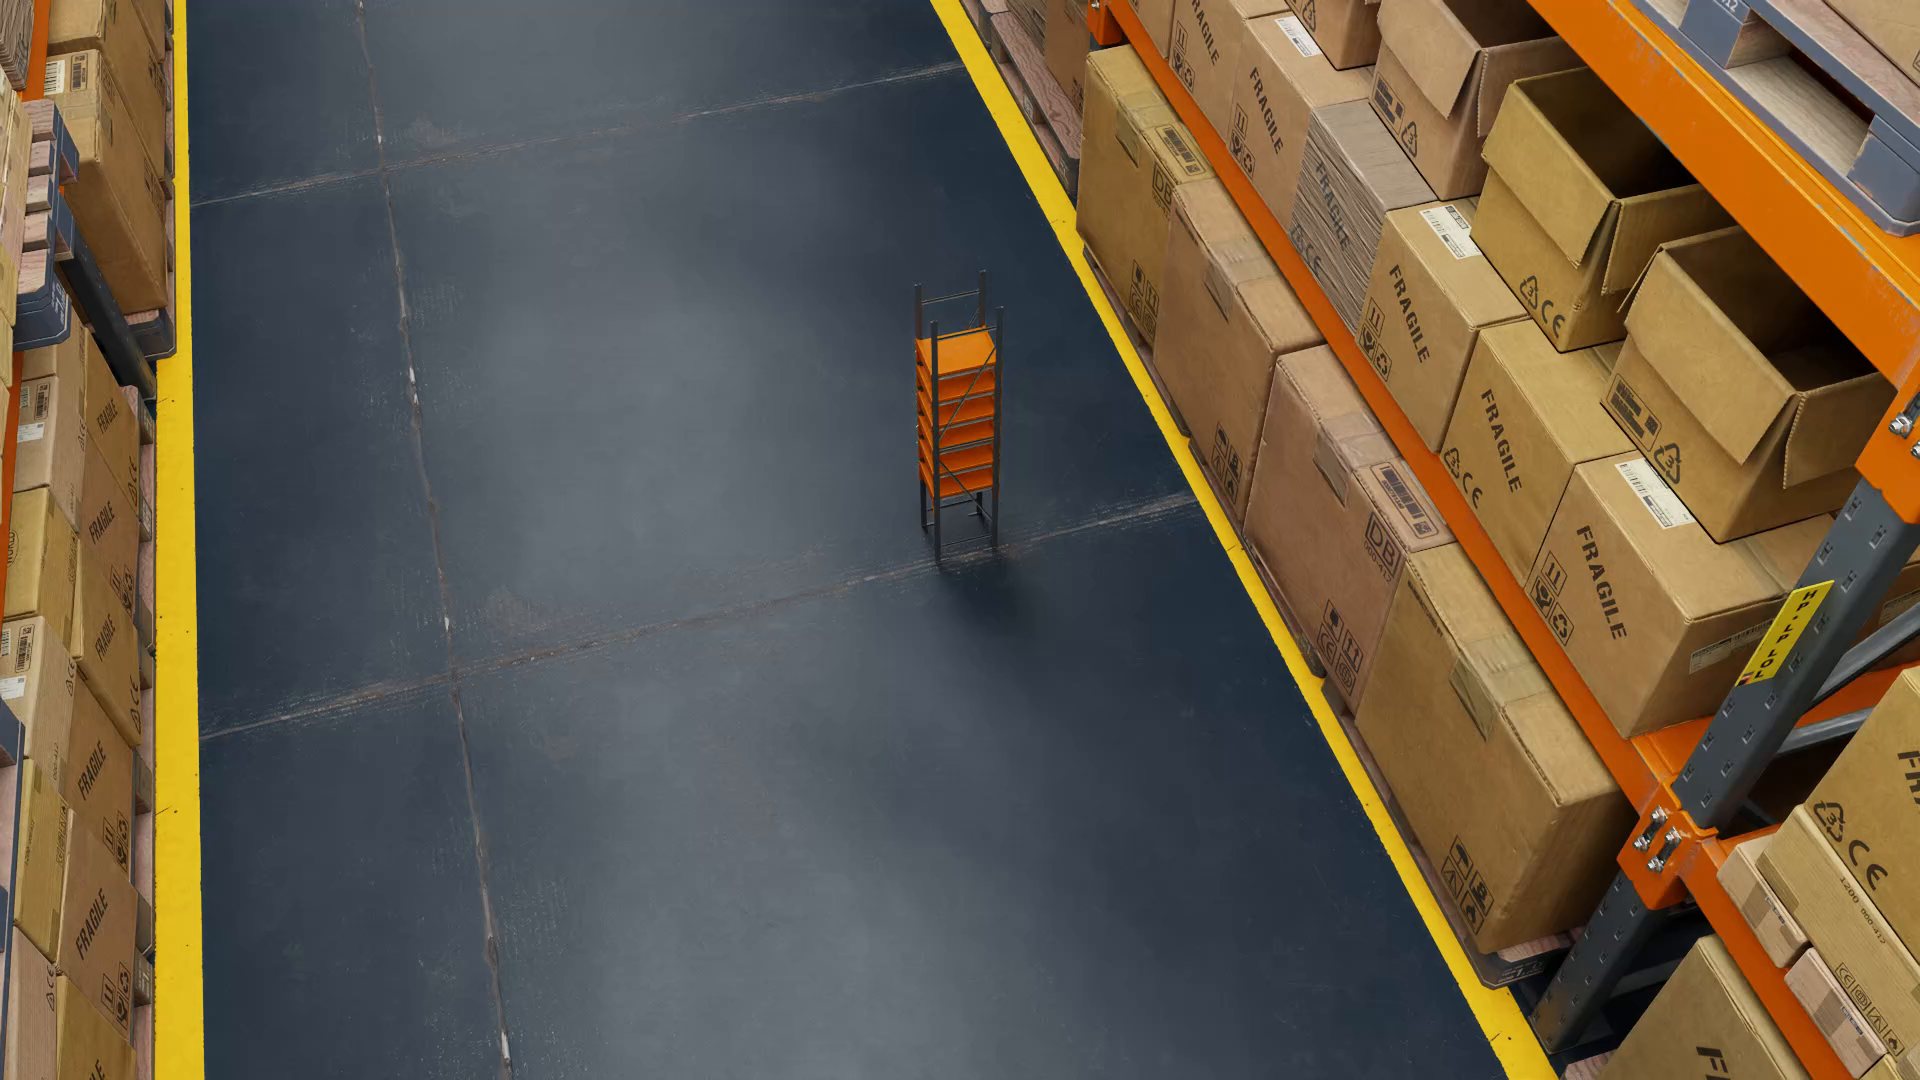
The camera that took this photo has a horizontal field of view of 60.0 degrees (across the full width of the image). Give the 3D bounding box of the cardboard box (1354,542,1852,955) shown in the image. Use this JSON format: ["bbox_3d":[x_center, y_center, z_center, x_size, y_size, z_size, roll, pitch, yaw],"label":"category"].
[{"bbox_3d":[2.001,0.500,4.982,1.225,0.875,0.875,-13,51,-11],"label":"cardboard box"}]

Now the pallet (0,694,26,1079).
[{"bbox_3d":[-2.646,0.932,3.628,1.003,0.211,1.213,-13,51,-11],"label":"pallet"}]

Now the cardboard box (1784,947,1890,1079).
[{"bbox_3d":[2.057,0.977,3.628,0.380,0.149,0.250,-15,51,-12],"label":"cardboard box"}]

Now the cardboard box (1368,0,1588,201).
[{"bbox_3d":[1.622,-1.361,4.714,0.797,0.503,0.637,-12,51,-10],"label":"cardboard box"}]

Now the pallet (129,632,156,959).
[{"bbox_3d":[-3.155,0.899,5.354,1.003,0.211,1.213,-13,51,-11],"label":"pallet"}]

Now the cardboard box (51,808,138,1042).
[{"bbox_3d":[-2.682,1.146,4.683,0.500,0.500,0.500,-11,51,-9],"label":"cardboard box"}]

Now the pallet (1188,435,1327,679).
[{"bbox_3d":[1.545,-0.127,6.219,1.003,0.211,1.213,-13,51,-11],"label":"pallet"}]

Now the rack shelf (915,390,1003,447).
[{"bbox_3d":[-0.004,-0.446,5.742,0.258,0.103,0.180,-13,51,-11],"label":"rack shelf"}]

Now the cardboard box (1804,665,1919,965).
[{"bbox_3d":[2.107,0.532,3.253,0.500,0.500,0.500,-13,51,-11],"label":"cardboard box"}]

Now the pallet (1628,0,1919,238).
[{"bbox_3d":[1.891,-1.150,3.421,0.805,0.209,1.217,-15,52,-12],"label":"pallet"}]

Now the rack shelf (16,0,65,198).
[{"bbox_3d":[-4.333,-2.689,7.026,1.077,0.370,4.000,-13,51,-11],"label":"rack shelf"}]

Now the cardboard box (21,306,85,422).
[{"bbox_3d":[-3.289,-0.592,5.657,0.500,0.250,0.500,-14,51,-12],"label":"cardboard box"}]

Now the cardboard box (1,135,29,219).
[{"bbox_3d":[-3.085,-1.077,5.085,0.380,0.149,0.250,-13,51,-11],"label":"cardboard box"}]

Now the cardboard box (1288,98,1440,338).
[{"bbox_3d":[1.366,-1.009,5.073,0.500,0.500,0.500,-13,51,-11],"label":"cardboard box"}]

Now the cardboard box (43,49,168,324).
[{"bbox_3d":[-3.836,-1.336,6.611,1.050,0.750,0.750,-14,51,-11],"label":"cardboard box"}]

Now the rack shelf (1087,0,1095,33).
[{"bbox_3d":[0.435,-3.737,7.909,1.077,0.370,4.000,-13,51,-11],"label":"rack shelf"}]

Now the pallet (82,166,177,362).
[{"bbox_3d":[-3.903,-1.155,7.085,1.003,0.211,1.213,-13,51,-11],"label":"pallet"}]

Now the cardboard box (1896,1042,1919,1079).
[{"bbox_3d":[2.240,1.133,3.237,0.500,0.250,0.500,-14,51,-11],"label":"cardboard box"}]

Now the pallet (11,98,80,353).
[{"bbox_3d":[-3.429,-0.902,5.174,1.213,0.211,1.003,-13,51,-11],"label":"pallet"}]

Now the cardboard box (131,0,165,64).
[{"bbox_3d":[-4.373,-2.654,7.722,1.050,0.750,0.750,-13,51,-11],"label":"cardboard box"}]

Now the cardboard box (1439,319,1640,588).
[{"bbox_3d":[1.671,-0.262,4.443,0.500,0.500,0.500,-12,51,-10],"label":"cardboard box"}]

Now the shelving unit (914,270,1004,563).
[{"bbox_3d":[-0.004,-0.397,5.800,0.258,1.200,0.189,-13,51,-11],"label":"shelving unit"}]

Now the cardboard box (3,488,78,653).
[{"bbox_3d":[-2.994,0.150,5.032,0.500,0.250,0.500,-12,51,-10],"label":"cardboard box"}]

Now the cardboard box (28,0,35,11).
[{"bbox_3d":[-3.769,-2.252,6.121,0.500,0.500,0.500,-14,51,-11],"label":"cardboard box"}]

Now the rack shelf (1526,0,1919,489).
[{"bbox_3d":[1.618,-1.782,4.299,1.077,0.370,4.000,-13,51,-11],"label":"rack shelf"}]

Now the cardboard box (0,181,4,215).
[{"bbox_3d":[-3.000,-0.967,4.798,0.380,0.149,0.250,-12,51,-10],"label":"cardboard box"}]

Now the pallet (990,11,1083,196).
[{"bbox_3d":[0.797,-2.180,7.950,1.003,0.211,1.213,-13,51,-11],"label":"pallet"}]

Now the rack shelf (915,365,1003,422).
[{"bbox_3d":[-0.004,-0.523,5.651,0.258,0.103,0.180,-13,51,-11],"label":"rack shelf"}]

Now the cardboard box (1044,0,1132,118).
[{"bbox_3d":[0.809,-2.329,7.599,0.700,0.500,0.500,-16,52,-13],"label":"cardboard box"}]

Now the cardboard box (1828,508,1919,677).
[{"bbox_3d":[2.312,-0.011,4.232,0.500,0.500,0.500,-13,51,-11],"label":"cardboard box"}]

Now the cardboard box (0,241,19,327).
[{"bbox_3d":[-2.938,-0.706,4.773,0.380,0.149,0.250,-14,51,-11],"label":"cardboard box"}]

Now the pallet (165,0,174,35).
[{"bbox_3d":[-4.624,-2.937,8.588,1.003,0.211,1.213,-13,51,-11],"label":"pallet"}]

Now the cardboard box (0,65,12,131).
[{"bbox_3d":[-3.160,-1.353,5.124,0.380,0.149,0.250,-12,51,-10],"label":"cardboard box"}]

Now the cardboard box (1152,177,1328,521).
[{"bbox_3d":[1.467,-0.797,6.075,1.225,0.875,0.875,-13,51,-11],"label":"cardboard box"}]

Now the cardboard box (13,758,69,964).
[{"bbox_3d":[-2.685,0.902,4.398,0.500,0.250,0.500,-12,51,-10],"label":"cardboard box"}]

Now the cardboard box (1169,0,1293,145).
[{"bbox_3d":[1.065,-1.748,5.696,0.500,0.500,0.500,-15,51,-12],"label":"cardboard box"}]

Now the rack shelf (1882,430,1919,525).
[{"bbox_3d":[2.801,1.139,1.836,1.077,0.370,4.000,-13,51,-11],"label":"rack shelf"}]

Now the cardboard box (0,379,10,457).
[{"bbox_3d":[-2.782,-0.320,4.448,0.380,0.149,0.250,-12,51,-10],"label":"cardboard box"}]

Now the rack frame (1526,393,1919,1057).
[{"bbox_3d":[2.209,0.413,3.940,1.000,3.000,0.127,-13,51,-11],"label":"rack frame"}]

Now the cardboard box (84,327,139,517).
[{"bbox_3d":[-3.297,-0.369,5.959,0.500,0.500,0.500,-14,51,-11],"label":"cardboard box"}]

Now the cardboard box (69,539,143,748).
[{"bbox_3d":[-2.975,0.394,5.316,0.500,0.500,0.500,-15,52,-13],"label":"cardboard box"}]

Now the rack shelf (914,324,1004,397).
[{"bbox_3d":[-0.004,-0.601,5.559,0.258,0.103,0.180,-13,51,-11],"label":"rack shelf"}]

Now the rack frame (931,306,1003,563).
[{"bbox_3d":[0.023,-0.330,5.744,0.240,1.200,0.006,-13,51,-11],"label":"rack frame"}]

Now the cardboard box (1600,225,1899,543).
[{"bbox_3d":[2.013,-0.407,3.910,0.797,0.503,0.637,-15,51,-12],"label":"cardboard box"}]
